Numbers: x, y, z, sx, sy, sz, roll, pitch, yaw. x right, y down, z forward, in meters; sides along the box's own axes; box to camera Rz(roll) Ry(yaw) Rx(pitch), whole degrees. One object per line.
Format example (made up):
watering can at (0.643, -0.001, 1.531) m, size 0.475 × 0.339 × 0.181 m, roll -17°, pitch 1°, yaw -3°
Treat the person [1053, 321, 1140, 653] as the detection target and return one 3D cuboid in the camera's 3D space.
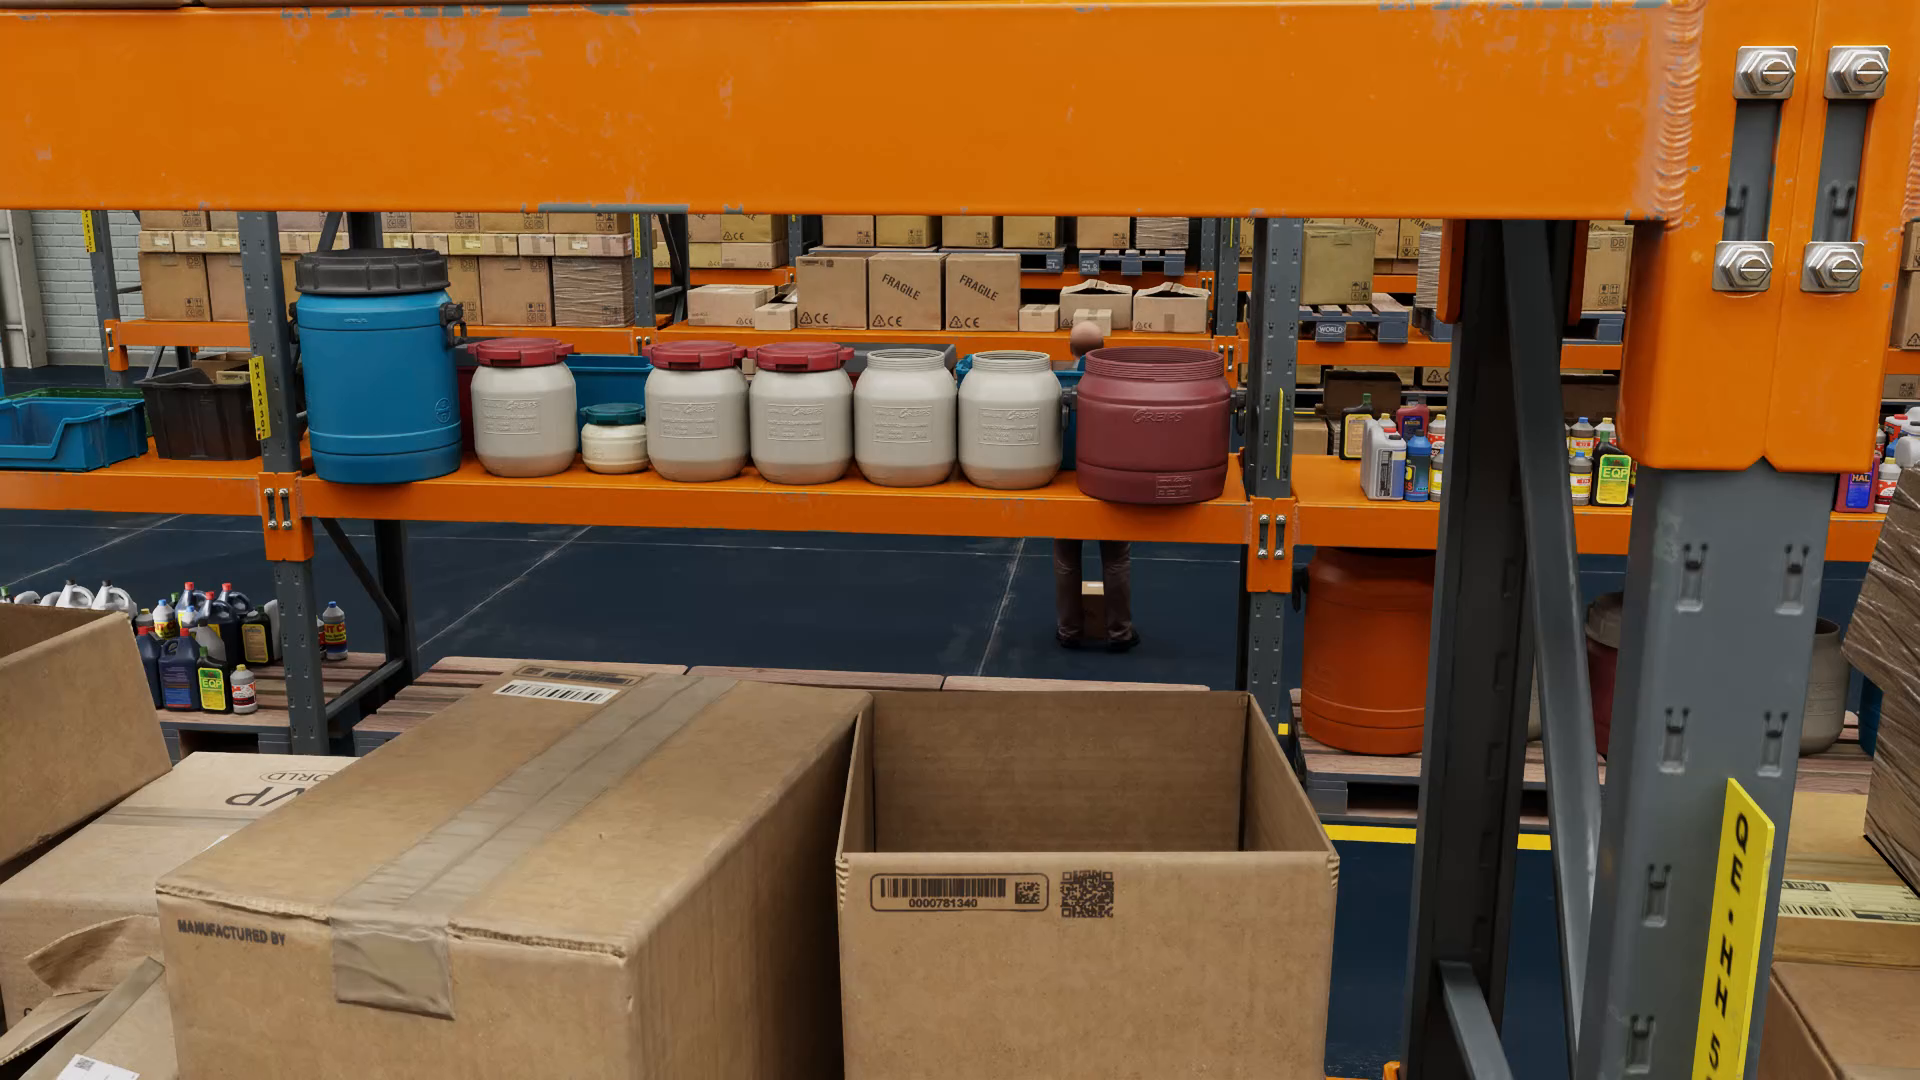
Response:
person at (0.666, -0.271, 8.661) m, size 0.594 × 1.722 × 0.468 m, roll 1°, pitch 14°, yaw 3°
